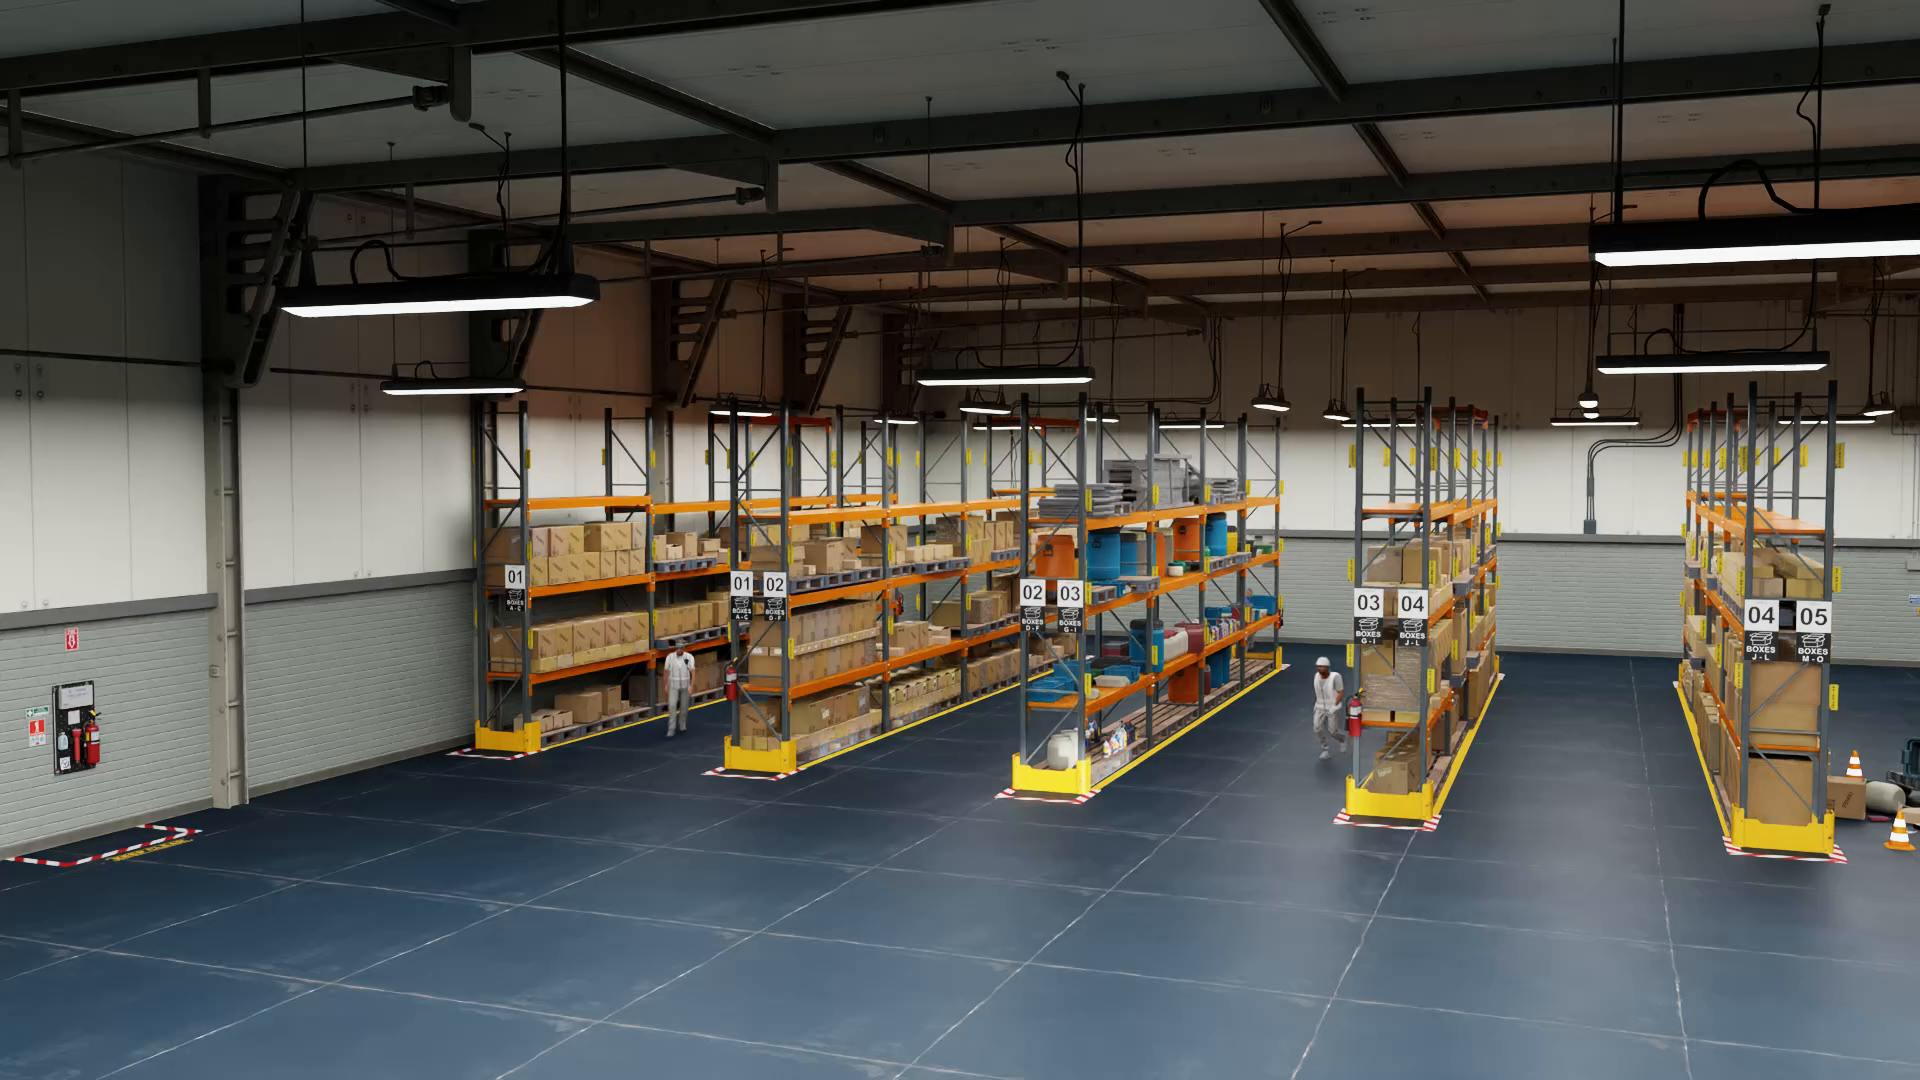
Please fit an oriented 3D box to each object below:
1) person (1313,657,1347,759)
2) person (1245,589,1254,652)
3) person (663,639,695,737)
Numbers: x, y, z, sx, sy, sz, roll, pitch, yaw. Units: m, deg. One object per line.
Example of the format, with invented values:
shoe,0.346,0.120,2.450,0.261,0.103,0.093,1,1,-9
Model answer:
person,6.200,2.800,27.951,0.611,1.695,0.790,2,4,41
person,7.485,2.074,43.335,0.494,1.600,1.005,2,3,32
person,-5.096,2.653,30.190,0.571,1.708,0.938,-1,3,-17
